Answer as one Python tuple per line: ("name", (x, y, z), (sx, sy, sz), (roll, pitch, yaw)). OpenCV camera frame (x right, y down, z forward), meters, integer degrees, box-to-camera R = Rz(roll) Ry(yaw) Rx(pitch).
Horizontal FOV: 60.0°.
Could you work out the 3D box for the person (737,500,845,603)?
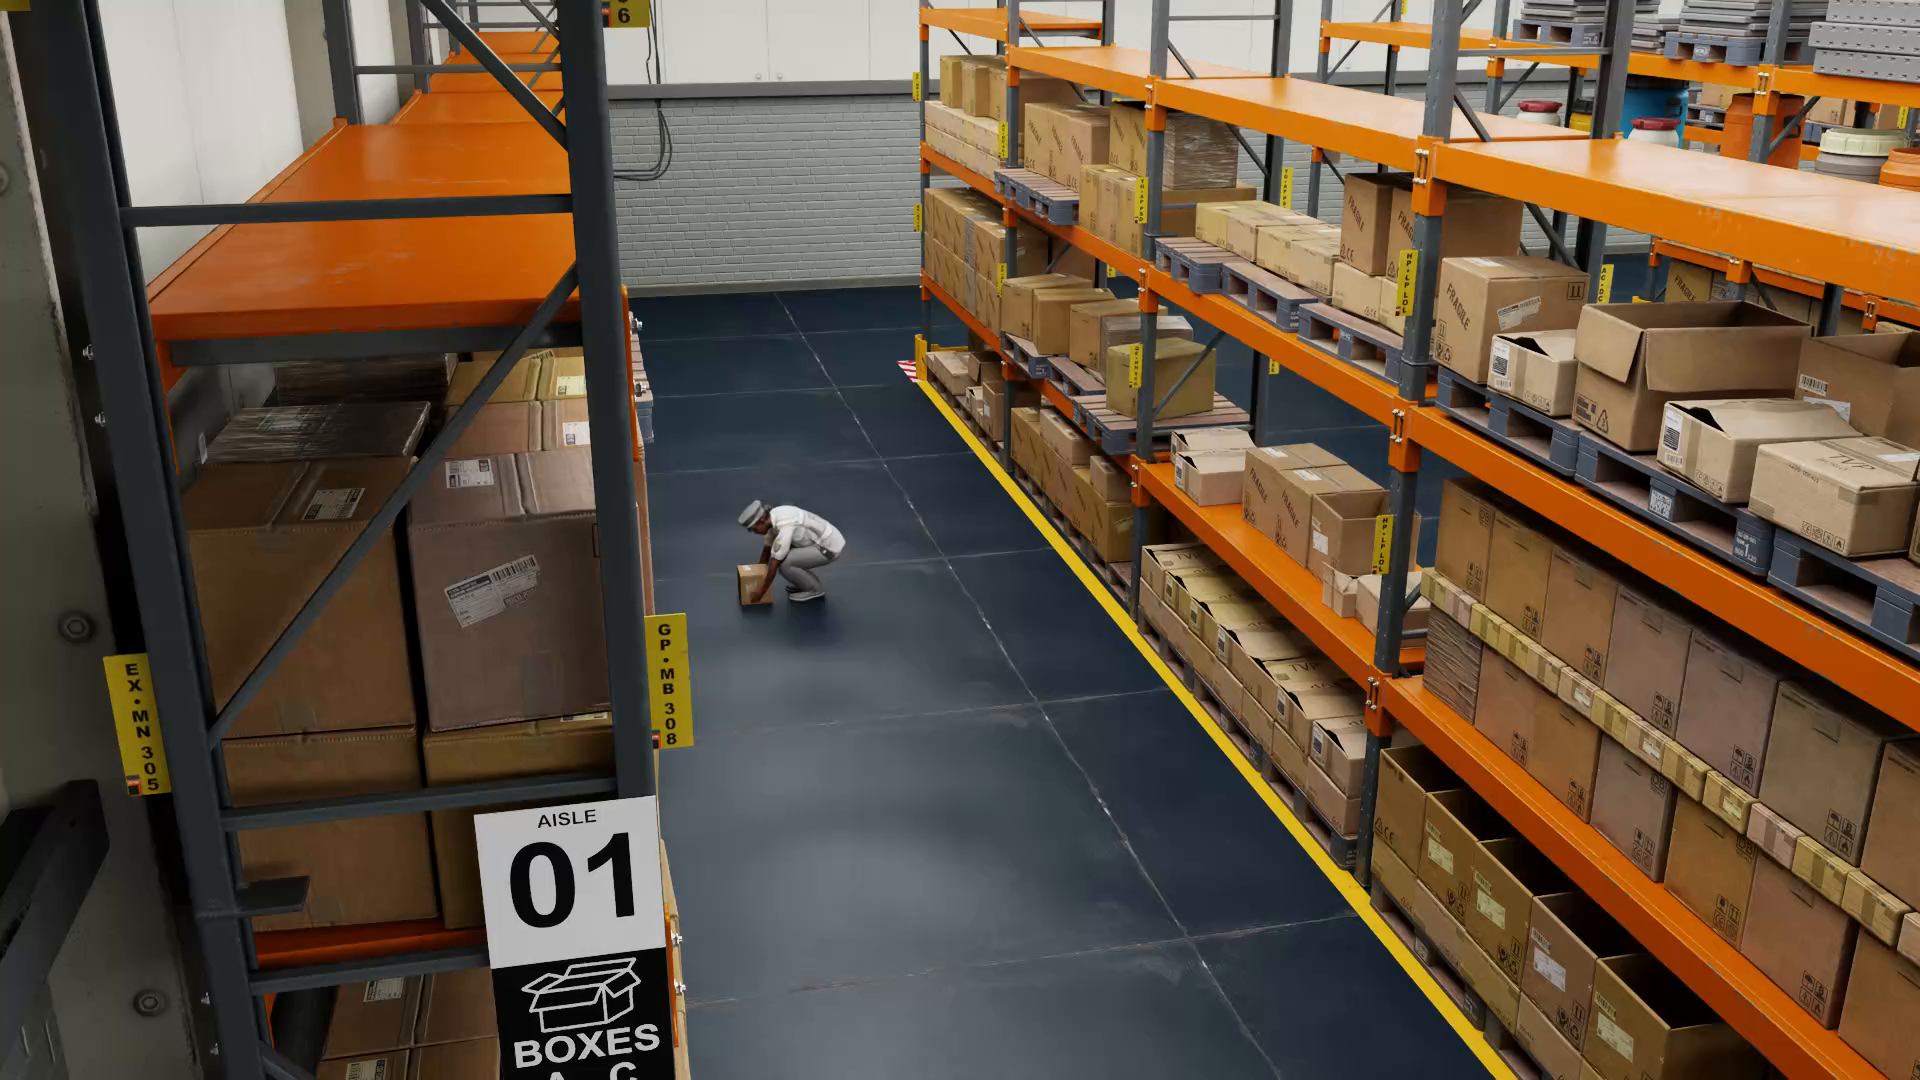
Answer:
("person", (-1.358, 0.058, 13.404), (0.863, 0.852, 0.471), (-4, 20, -12))
